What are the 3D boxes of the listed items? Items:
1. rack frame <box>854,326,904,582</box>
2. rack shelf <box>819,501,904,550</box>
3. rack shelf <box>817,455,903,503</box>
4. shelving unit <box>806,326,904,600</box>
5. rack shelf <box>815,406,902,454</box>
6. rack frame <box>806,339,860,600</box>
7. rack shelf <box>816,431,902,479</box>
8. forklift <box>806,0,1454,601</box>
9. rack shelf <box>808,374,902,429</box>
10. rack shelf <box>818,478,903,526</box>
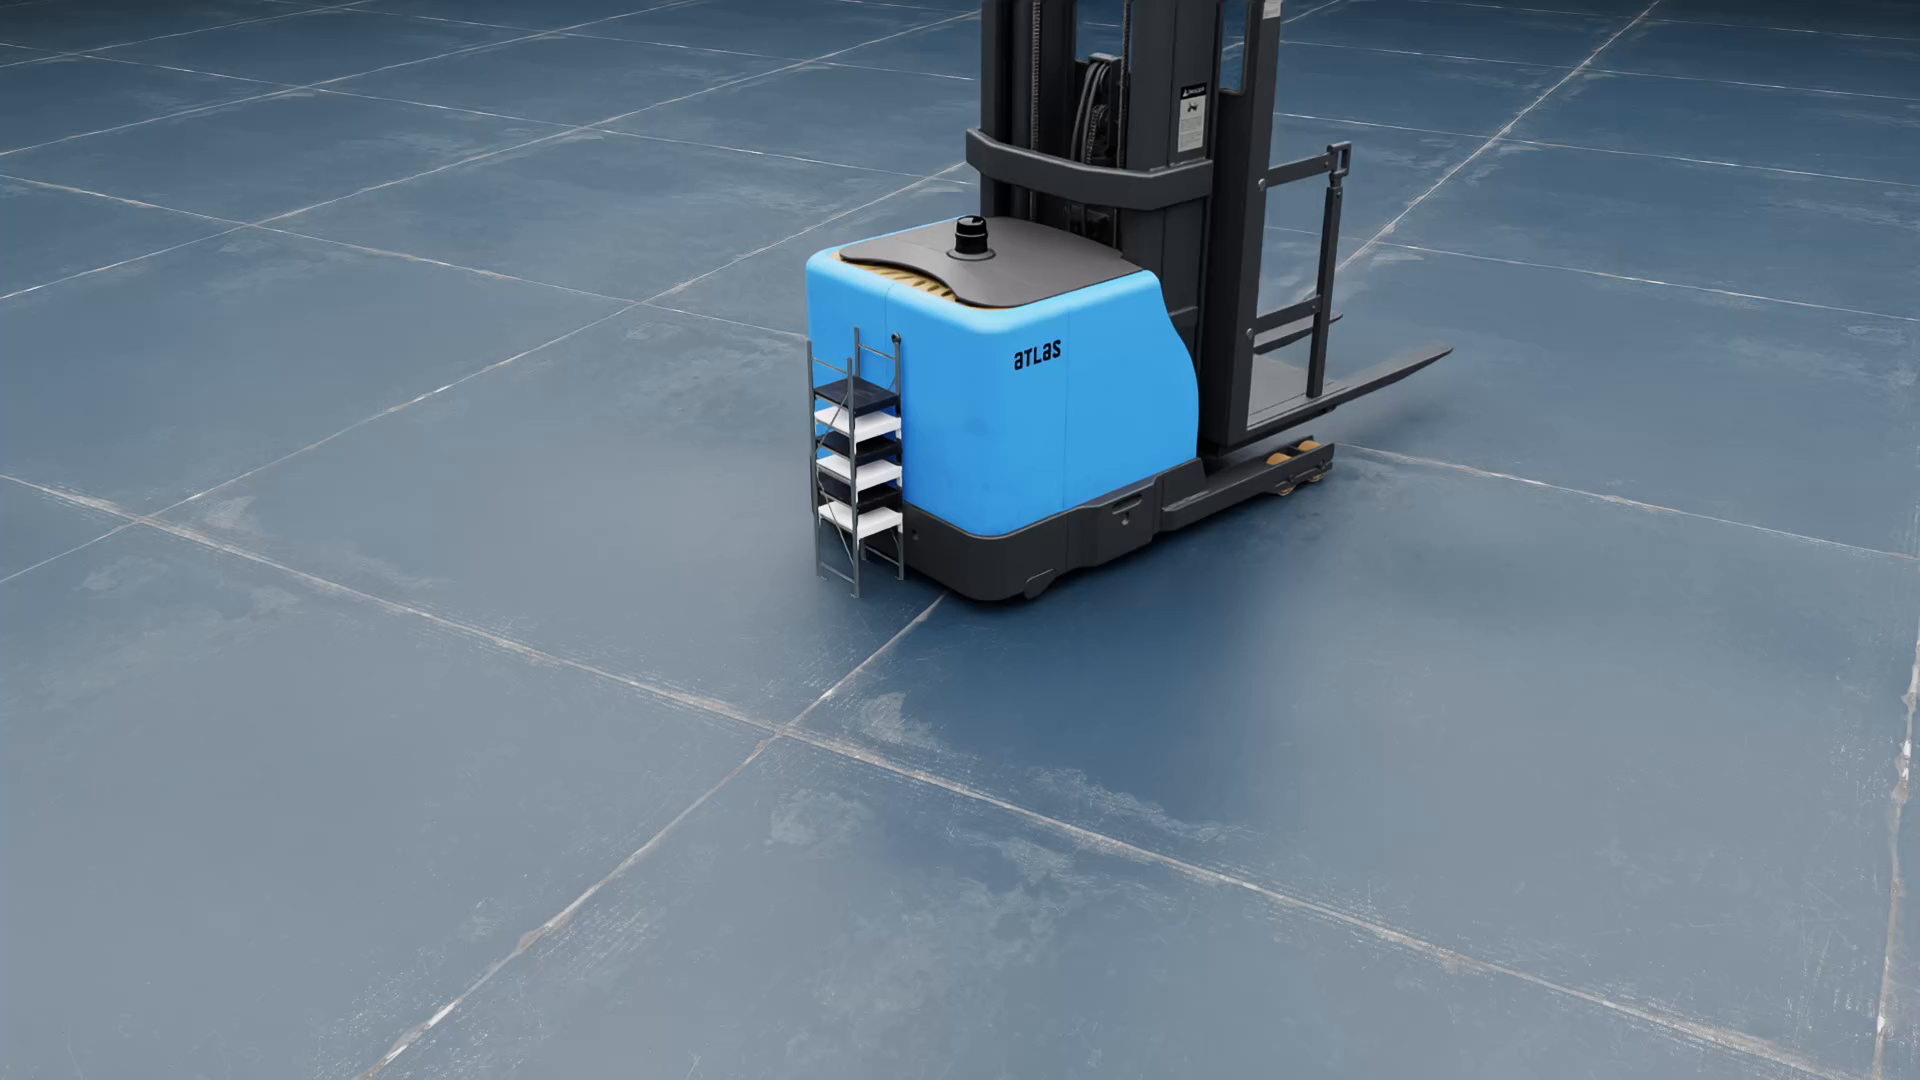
[{"bbox_3d":[-0.282,-0.292,5.828,0.006,0.900,0.240,-22,34,-36],"label":"rack frame"},{"bbox_3d":[-0.358,-0.071,5.863,0.200,0.077,0.258,-22,34,-36],"label":"rack shelf"},{"bbox_3d":[-0.358,-0.232,5.783,0.200,0.077,0.258,-22,34,-36],"label":"rack shelf"},{"bbox_3d":[-0.358,-0.262,5.768,0.210,0.900,0.258,-22,34,-36],"label":"shelving unit"},{"bbox_3d":[-0.358,-0.393,5.702,0.200,0.077,0.258,-22,34,-36],"label":"rack shelf"},{"bbox_3d":[-0.434,-0.232,5.707,0.006,0.900,0.240,-22,34,-36],"label":"rack frame"},{"bbox_3d":[-0.358,-0.312,5.742,0.200,0.077,0.258,-22,34,-36],"label":"rack shelf"},{"bbox_3d":[0.874,-1.643,6.258,3.031,2.935,1.130,-22,34,-36],"label":"forklift"},{"bbox_3d":[-0.358,-0.473,5.662,0.200,0.077,0.258,-22,34,-36],"label":"rack shelf"},{"bbox_3d":[-0.358,-0.152,5.823,0.200,0.077,0.258,-22,34,-36],"label":"rack shelf"}]
